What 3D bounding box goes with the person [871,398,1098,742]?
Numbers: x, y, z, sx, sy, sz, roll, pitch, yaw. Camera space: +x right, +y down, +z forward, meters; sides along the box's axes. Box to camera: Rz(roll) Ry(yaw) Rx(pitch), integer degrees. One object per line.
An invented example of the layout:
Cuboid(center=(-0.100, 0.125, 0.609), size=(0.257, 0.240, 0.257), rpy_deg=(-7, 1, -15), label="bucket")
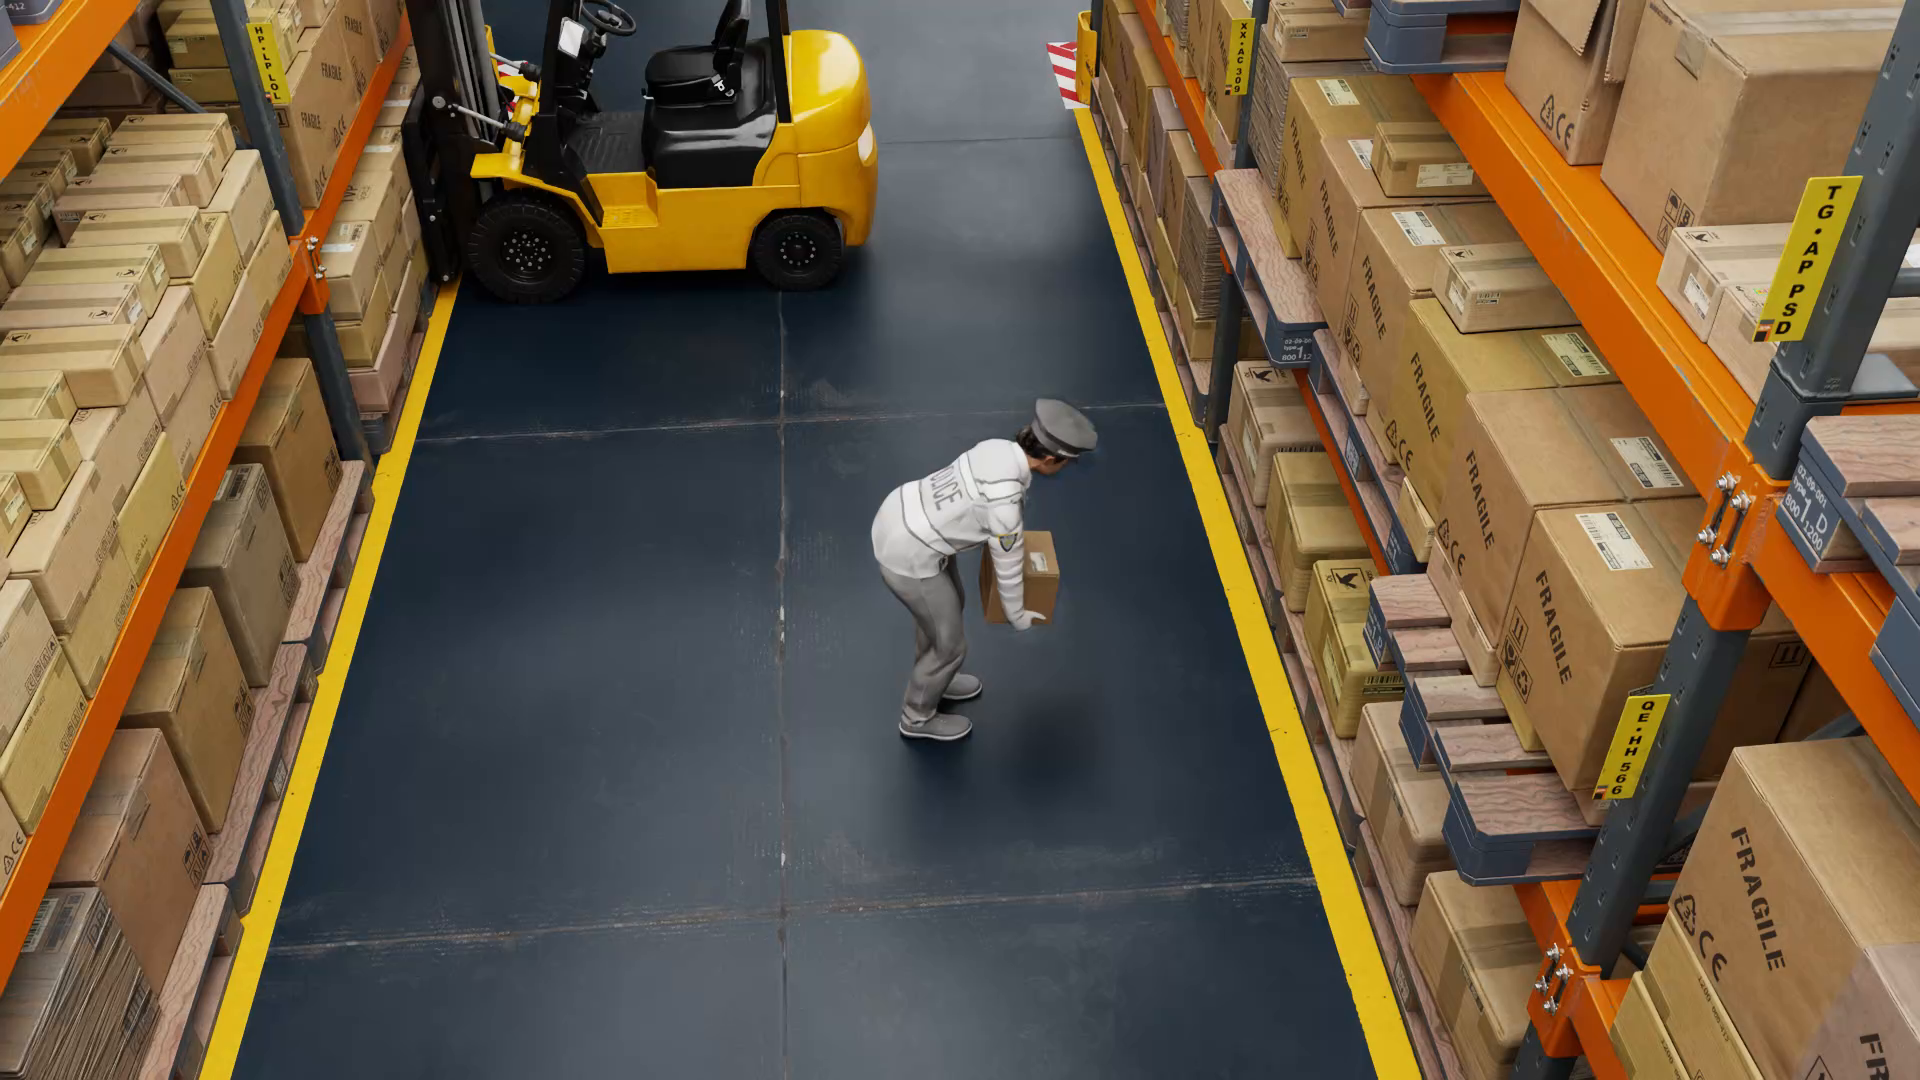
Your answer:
Cuboid(center=(0.083, 0.114, 6.208), size=(0.814, 1.427, 0.407), rpy_deg=(-4, 40, -5), label="person")
